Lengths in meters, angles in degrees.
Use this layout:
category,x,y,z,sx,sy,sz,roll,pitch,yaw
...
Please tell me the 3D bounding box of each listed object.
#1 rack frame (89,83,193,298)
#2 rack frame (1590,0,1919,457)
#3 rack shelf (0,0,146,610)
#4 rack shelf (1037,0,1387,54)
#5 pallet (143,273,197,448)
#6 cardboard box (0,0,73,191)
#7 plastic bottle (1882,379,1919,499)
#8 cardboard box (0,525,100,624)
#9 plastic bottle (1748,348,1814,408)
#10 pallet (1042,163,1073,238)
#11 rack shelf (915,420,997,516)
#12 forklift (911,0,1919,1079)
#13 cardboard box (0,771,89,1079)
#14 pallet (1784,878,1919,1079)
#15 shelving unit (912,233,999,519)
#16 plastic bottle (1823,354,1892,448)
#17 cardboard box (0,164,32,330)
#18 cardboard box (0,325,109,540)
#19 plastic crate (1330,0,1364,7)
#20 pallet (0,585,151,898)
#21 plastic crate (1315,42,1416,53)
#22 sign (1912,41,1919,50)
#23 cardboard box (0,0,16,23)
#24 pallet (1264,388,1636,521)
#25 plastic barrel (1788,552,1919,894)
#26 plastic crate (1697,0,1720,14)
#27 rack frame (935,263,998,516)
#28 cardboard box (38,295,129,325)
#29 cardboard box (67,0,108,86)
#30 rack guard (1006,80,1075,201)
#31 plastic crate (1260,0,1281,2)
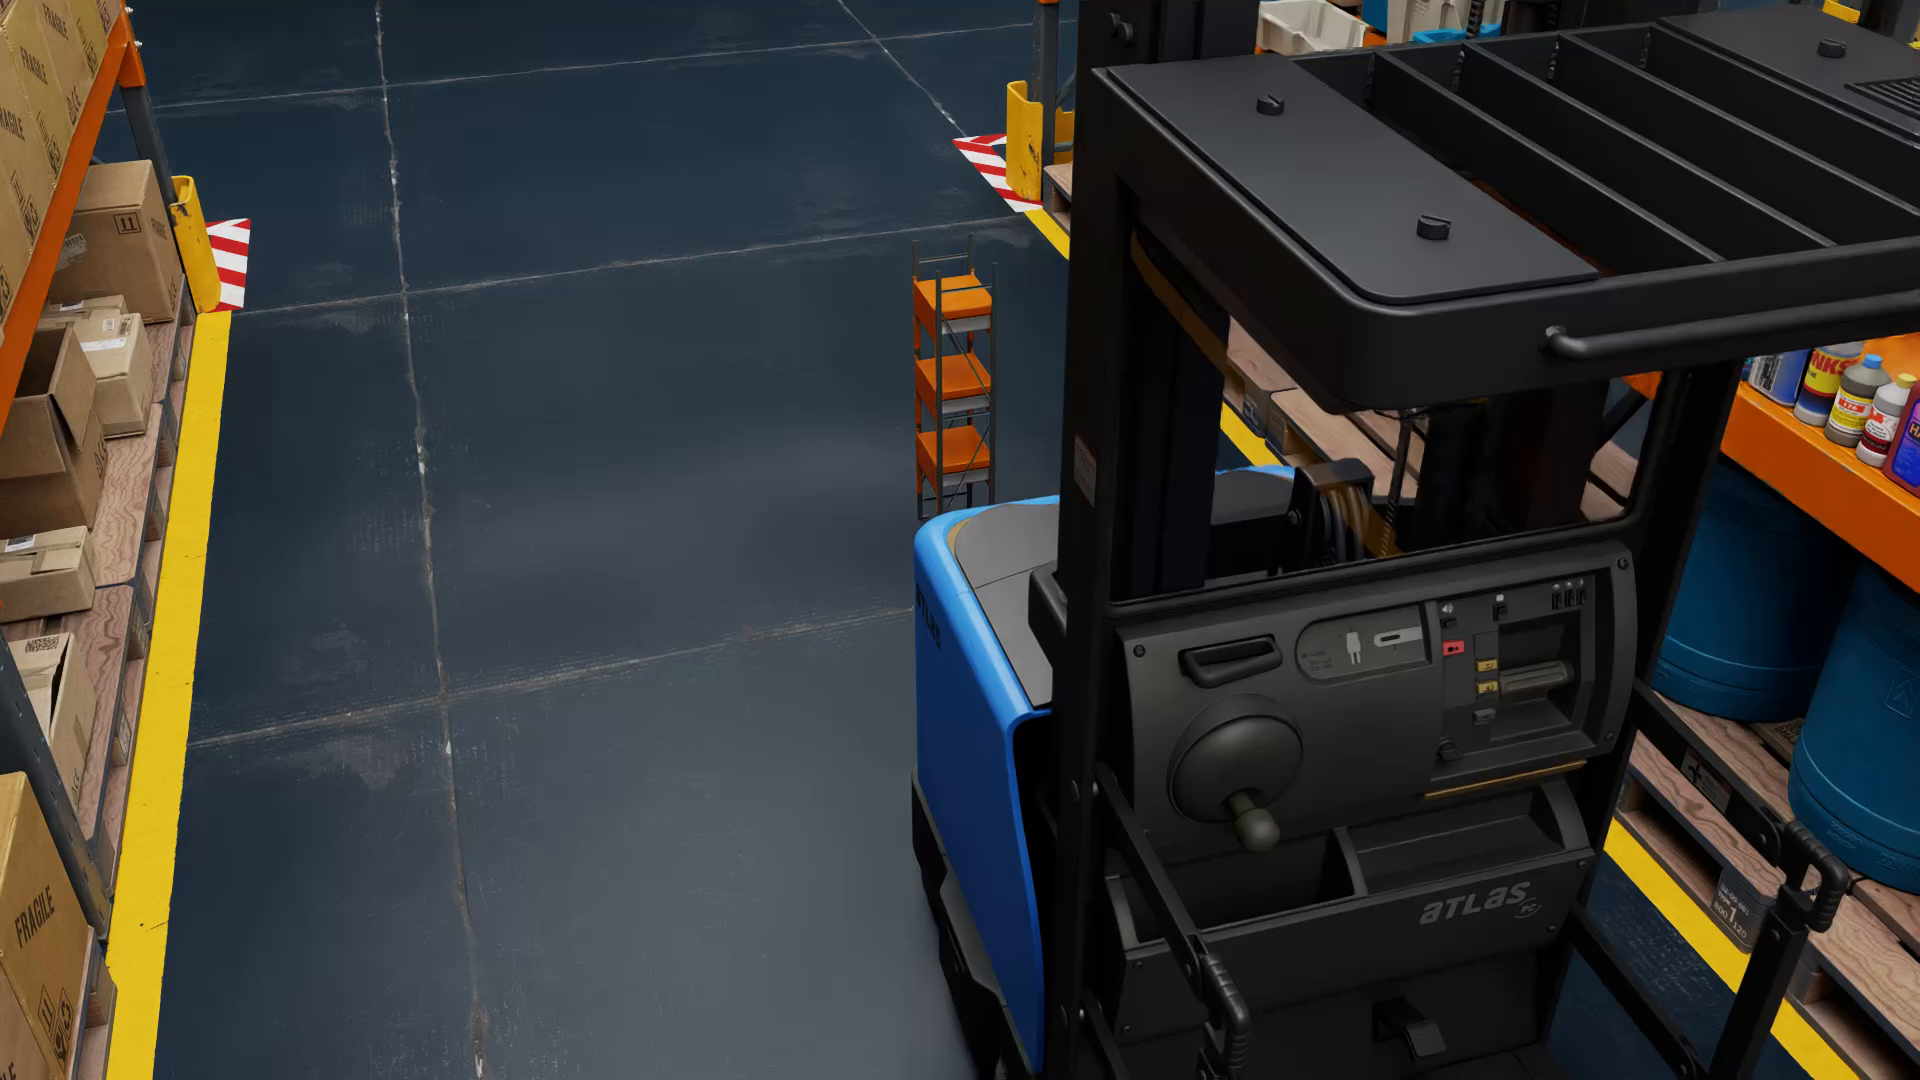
category,x,y,z,sx,sy,sz,roll,pitch,yaw
rack frame,-3.872,-2.282,6.483,1.000,3.000,0.127,-10,35,-15
rack frame,2.066,-1.013,4.563,1.000,3.000,0.127,-10,35,-15
rack shelf,-3.262,-0.932,5.092,1.077,0.370,4.000,-10,35,-15
rack shelf,1.456,-1.763,6.350,1.077,0.370,4.000,-10,35,-15
pallet,-3.605,-0.661,6.558,1.003,0.211,1.213,-10,35,-15
cardboard box,-3.014,-1.335,4.959,0.500,0.500,0.500,-10,35,-15
plastic bottle,2.043,-0.234,3.489,0.061,0.283,0.133,-10,35,-15
cardboard box,-2.848,0.107,5.038,0.380,0.166,0.250,-10,35,-15
plastic bottle,1.956,-0.462,3.841,0.152,0.276,0.135,-10,35,-15
pallet,1.061,-1.510,7.844,1.003,0.211,1.213,-10,35,-15
rack shelf,-0.016,-0.225,5.662,0.215,0.259,0.240,-10,35,-15
forklift,0.775,0.321,2.606,1.130,2.935,3.031,-9,35,-13
cardboard box,-2.229,0.888,3.554,0.500,0.500,0.500,-10,35,-15
pallet,2.638,1.204,3.737,1.003,0.211,1.213,-10,35,-15
shelving unit,-0.016,-0.466,5.503,0.215,1.050,0.252,-10,35,-15
plastic bottle,1.995,-0.315,3.685,0.097,0.201,0.097,0,33,0
cardboard box,-2.707,-0.806,4.158,0.500,0.500,0.500,-9,35,-14
cardboard box,-3.230,-0.310,5.363,0.797,0.503,0.637,-10,35,-15
plastic crate,1.558,-2.182,6.516,0.298,0.136,0.250,-10,35,-15
pallet,-2.861,0.621,4.620,1.003,0.211,1.213,-10,35,-15
plastic crate,1.469,-1.466,5.443,0.437,0.125,0.590,-10,35,-15
sign,2.591,-1.220,4.625,0.100,0.325,0.005,-10,35,-15
cardboard box,-3.001,-1.748,4.676,0.500,0.500,0.500,-9,34,-13
pallet,1.805,-0.229,5.906,1.003,0.211,1.213,-10,35,-15
plastic barrel,2.432,0.347,4.026,0.600,0.901,0.708,-10,35,-15
plastic crate,2.033,-1.576,5.302,0.402,0.464,0.583,-10,35,-15
rack frame,0.021,-0.402,5.406,0.200,1.050,0.008,-10,35,-15
cardboard box,-3.434,-0.812,6.429,0.380,0.166,0.250,-10,35,-15
cardboard box,-3.315,-1.863,5.758,0.500,0.500,0.500,-10,35,-14
rack guard,0.826,-2.081,8.446,1.175,0.500,0.348,-10,35,-15
plastic crate,1.101,-2.035,6.206,0.416,0.233,0.300,-10,35,-15
